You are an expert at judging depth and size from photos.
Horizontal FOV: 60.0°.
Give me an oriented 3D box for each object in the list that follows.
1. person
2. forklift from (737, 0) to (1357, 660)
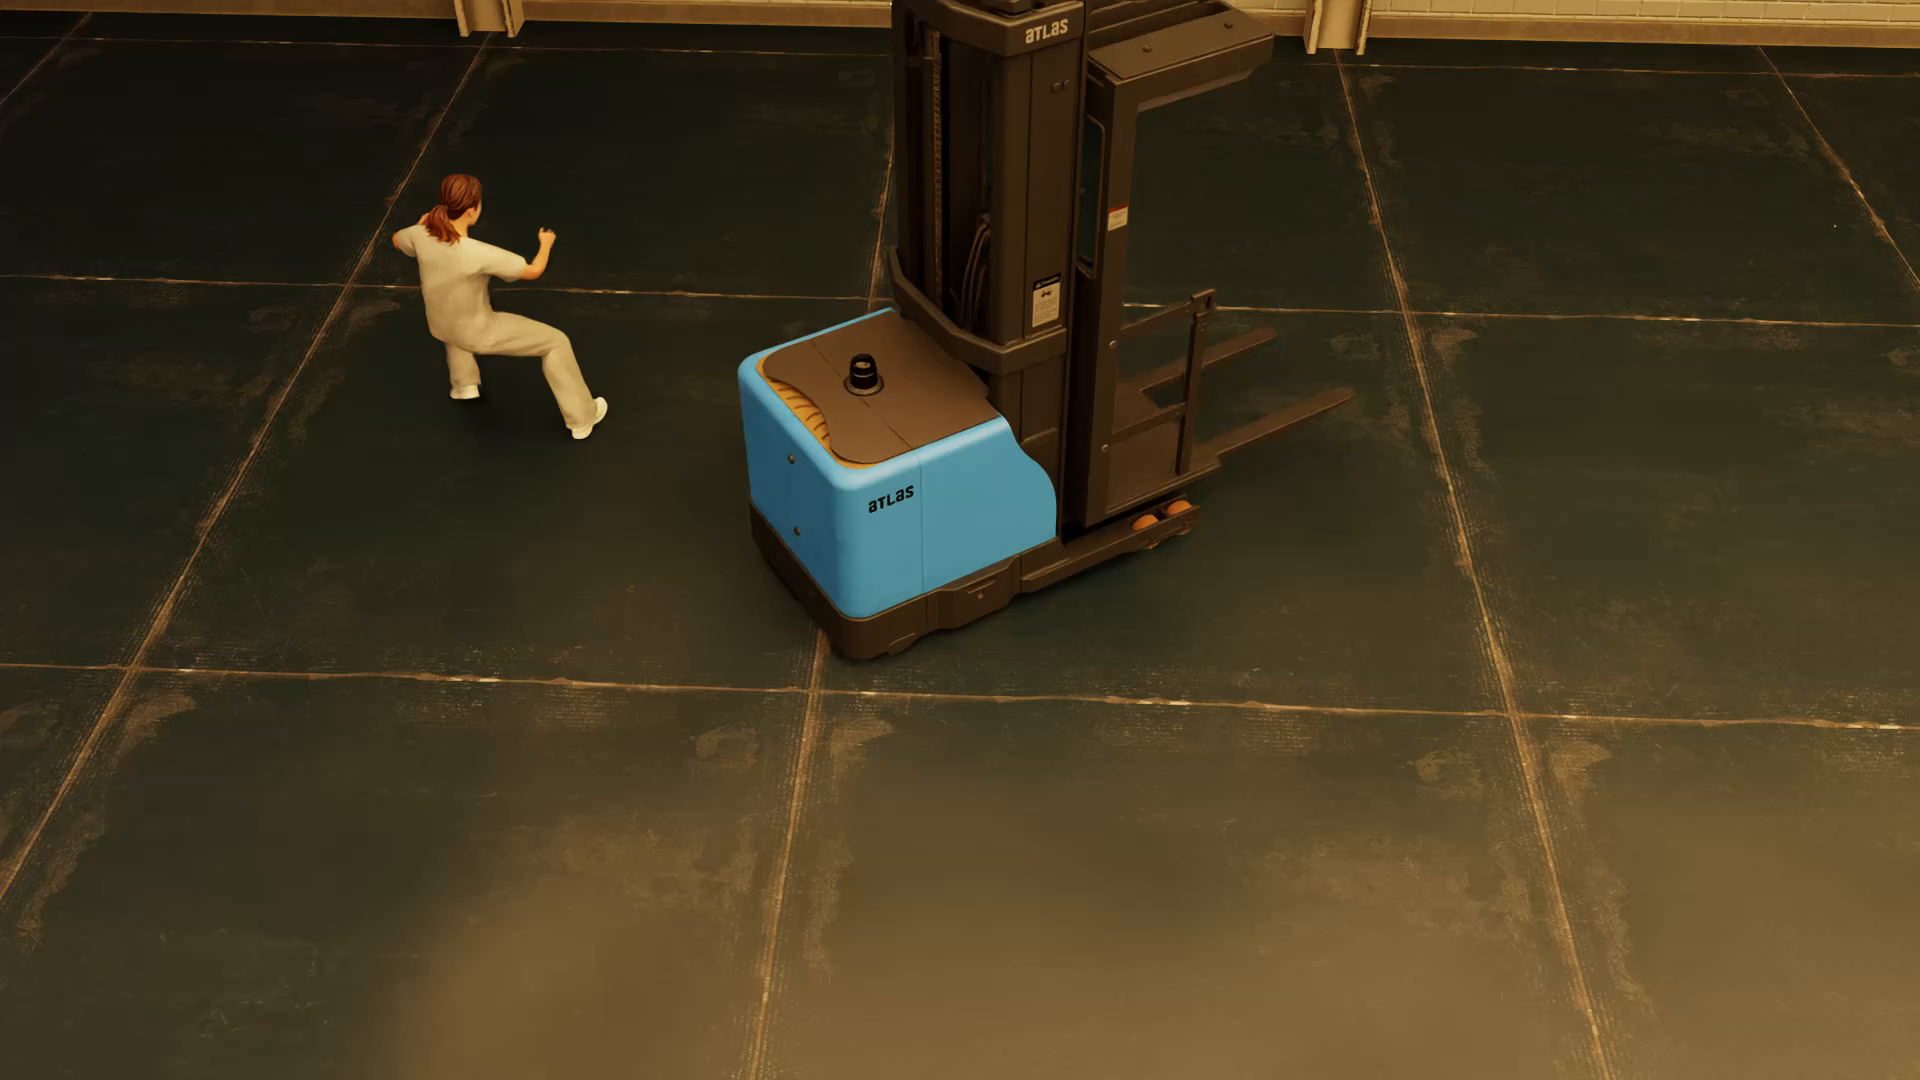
[{"bbox_3d":[-2.294,-1.200,8.142,0.913,1.466,0.694,15,45,16],"label":"person"},{"bbox_3d":[0.545,-1.318,7.186,3.031,2.935,1.130,-23,47,-23],"label":"forklift"}]
